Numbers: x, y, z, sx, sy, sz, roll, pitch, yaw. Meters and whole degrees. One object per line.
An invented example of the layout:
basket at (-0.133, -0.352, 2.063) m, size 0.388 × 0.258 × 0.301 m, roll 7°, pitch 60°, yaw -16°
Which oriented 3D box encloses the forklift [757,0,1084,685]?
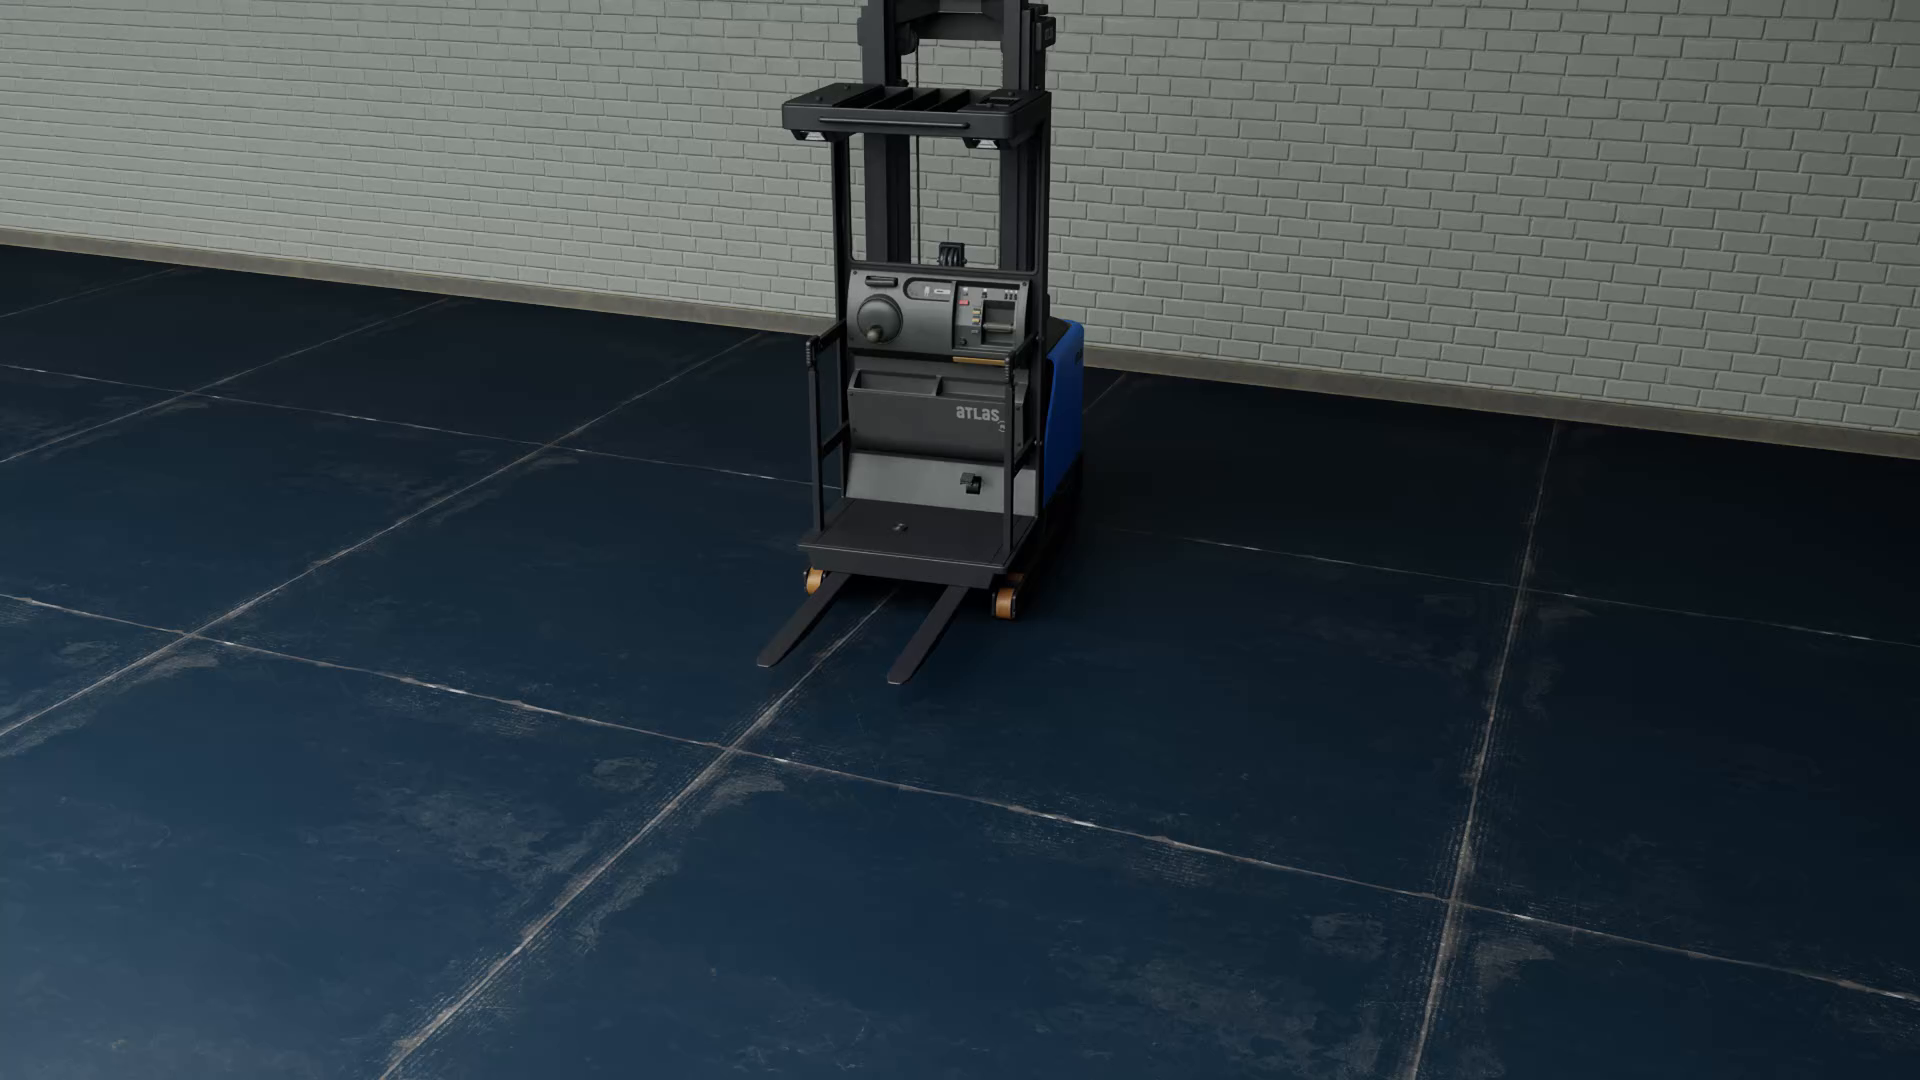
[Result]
forklift at (-0.169, -1.120, 8.129) m, size 1.130 × 2.935 × 3.031 m, roll 6°, pitch 23°, yaw 14°
